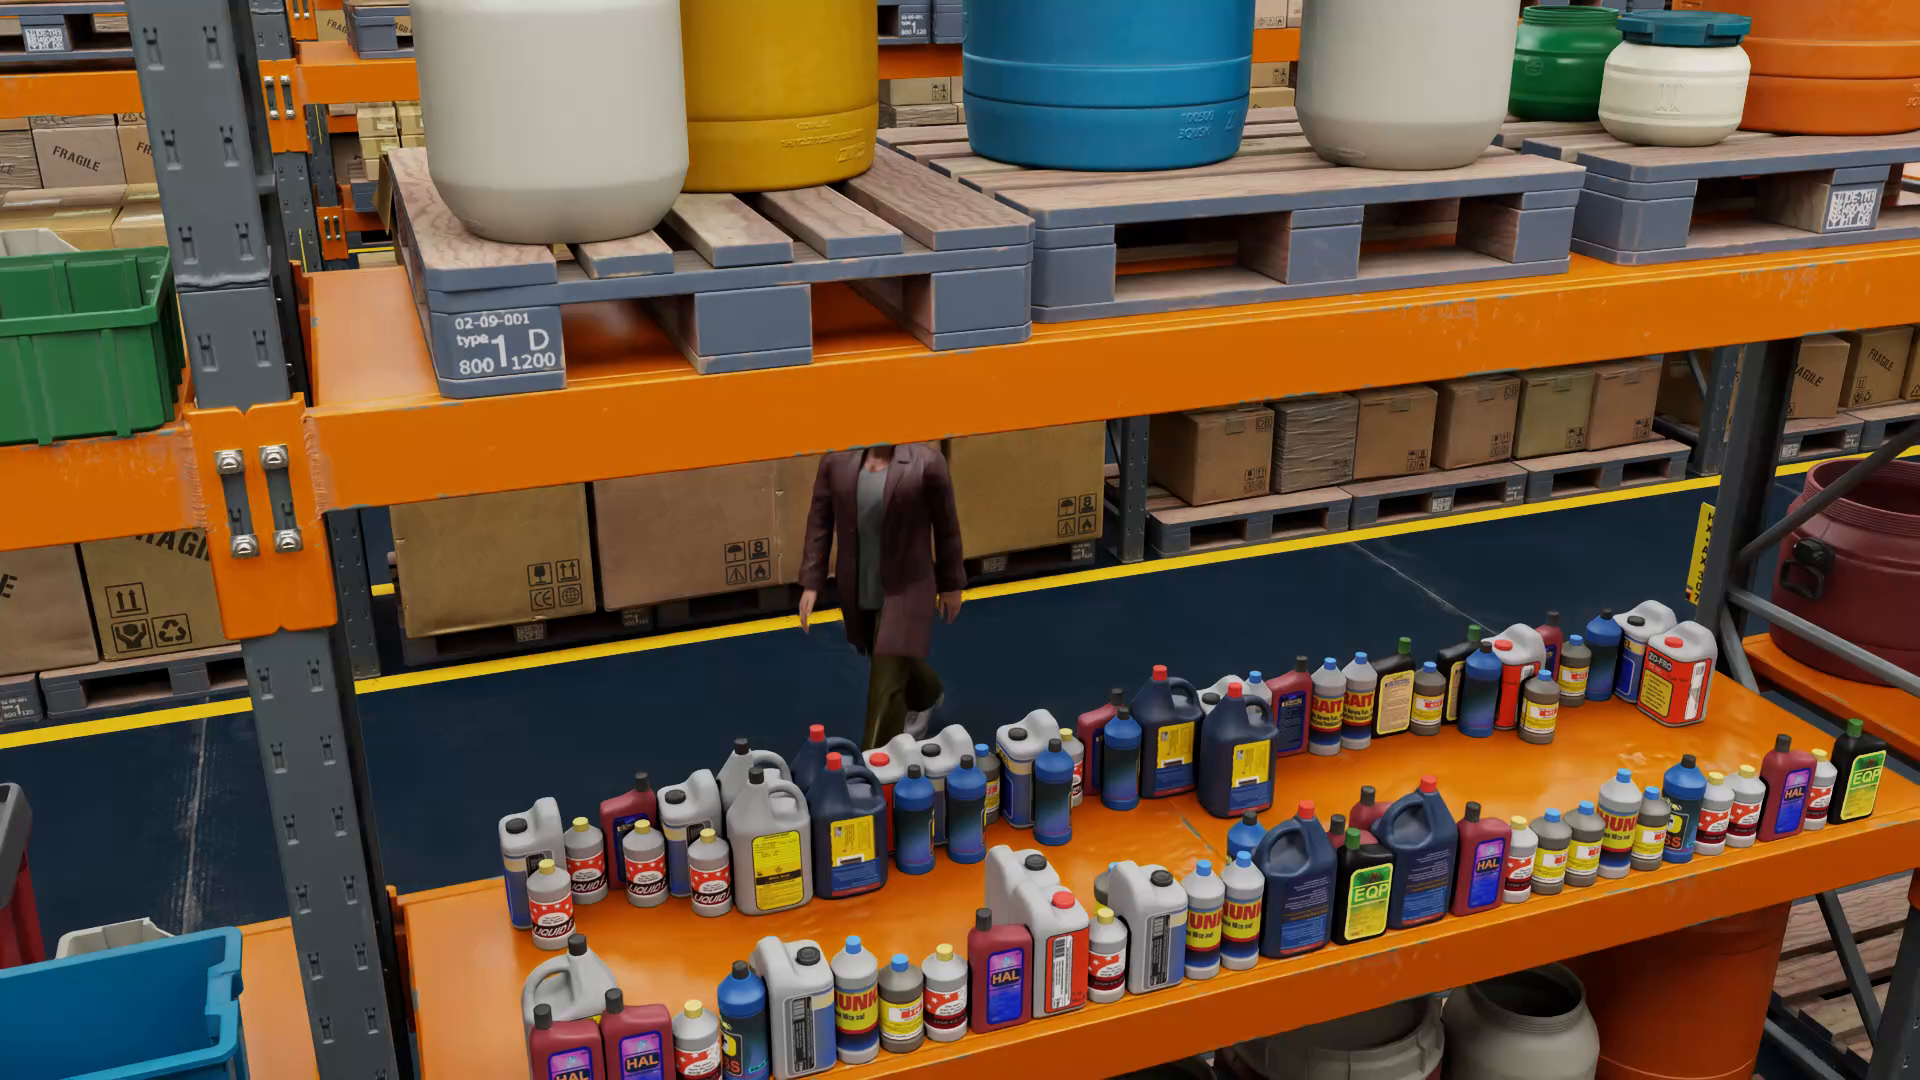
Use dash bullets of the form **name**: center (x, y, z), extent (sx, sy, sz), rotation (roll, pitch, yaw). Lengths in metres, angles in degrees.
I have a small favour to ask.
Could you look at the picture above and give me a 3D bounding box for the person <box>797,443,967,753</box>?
- **person**: center (-0.316, 0.195, 6.652), extent (0.602, 1.737, 1.145), rotation (10, 24, 23)
